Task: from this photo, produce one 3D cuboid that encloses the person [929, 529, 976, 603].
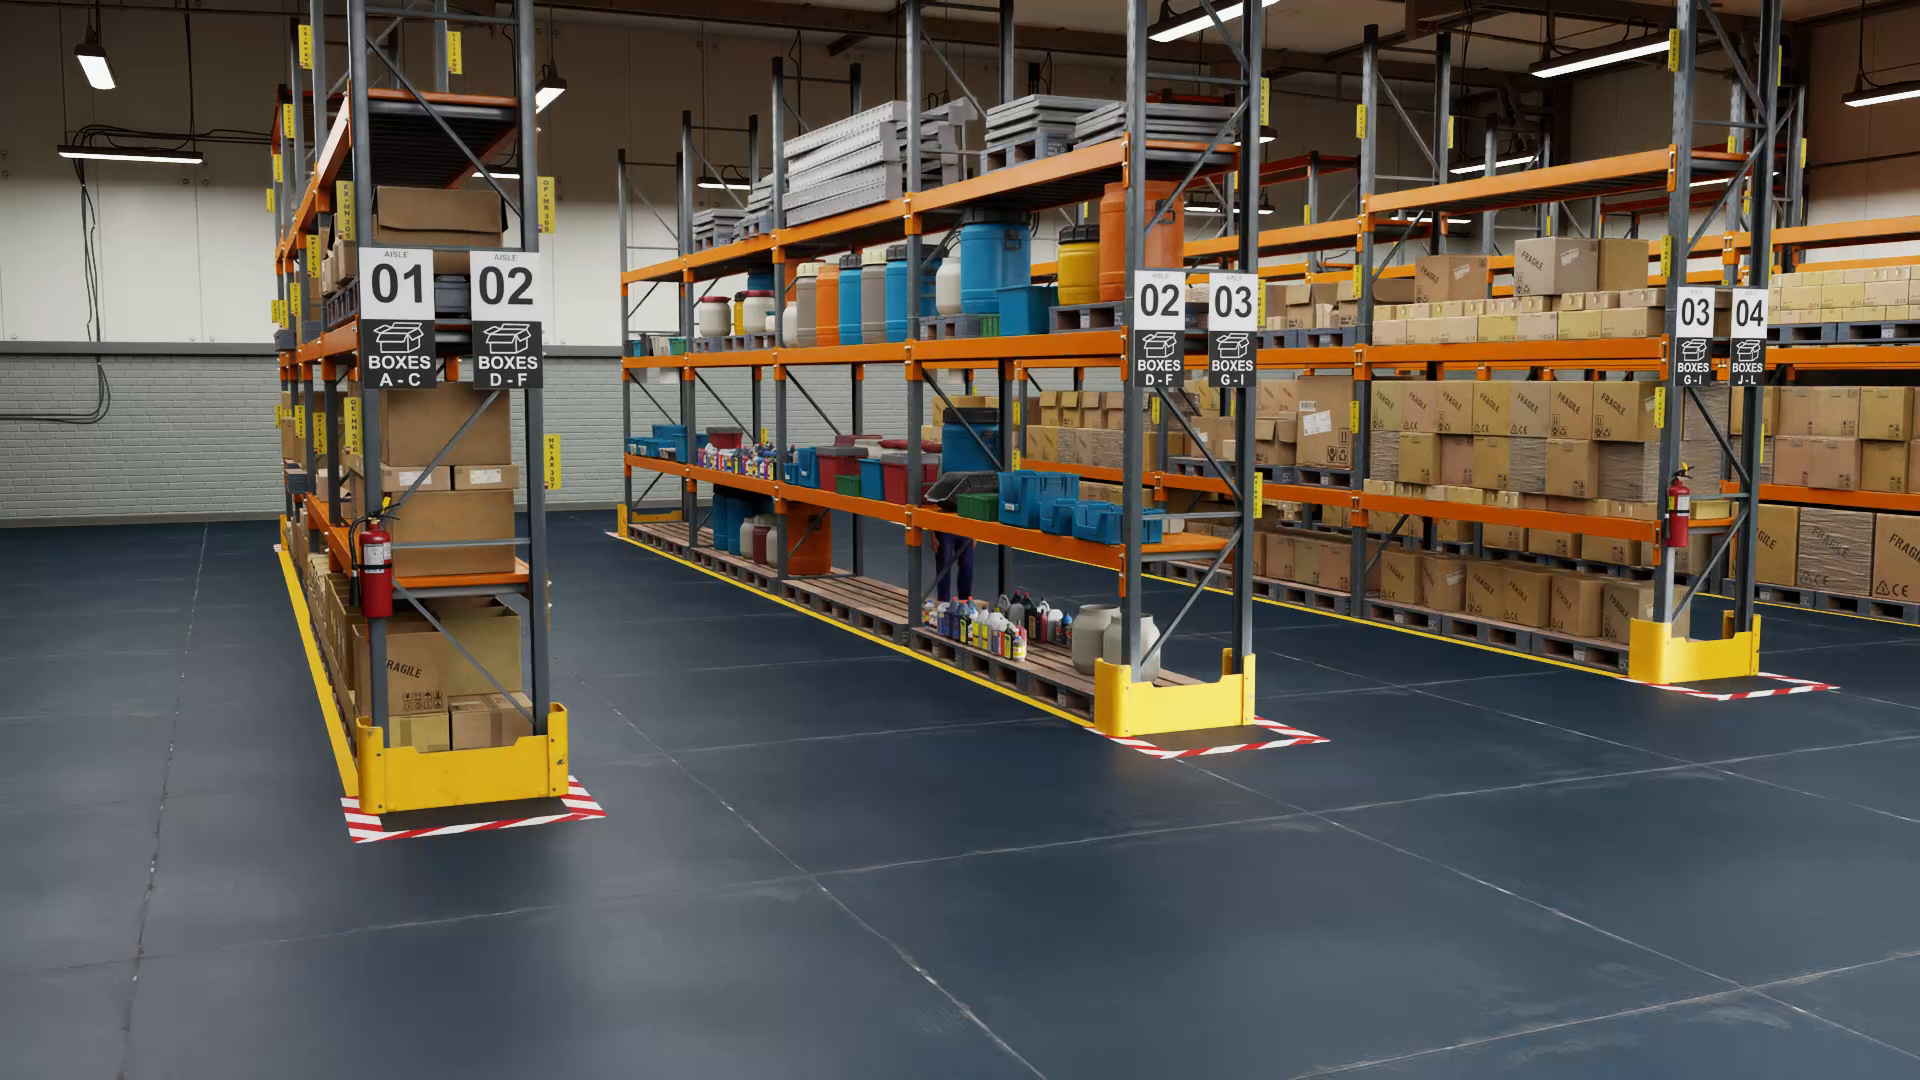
[{"bbox_3d":[-0.076,0.004,17.006,0.516,1.693,0.386,-2,6,-17],"label":"person"}]
